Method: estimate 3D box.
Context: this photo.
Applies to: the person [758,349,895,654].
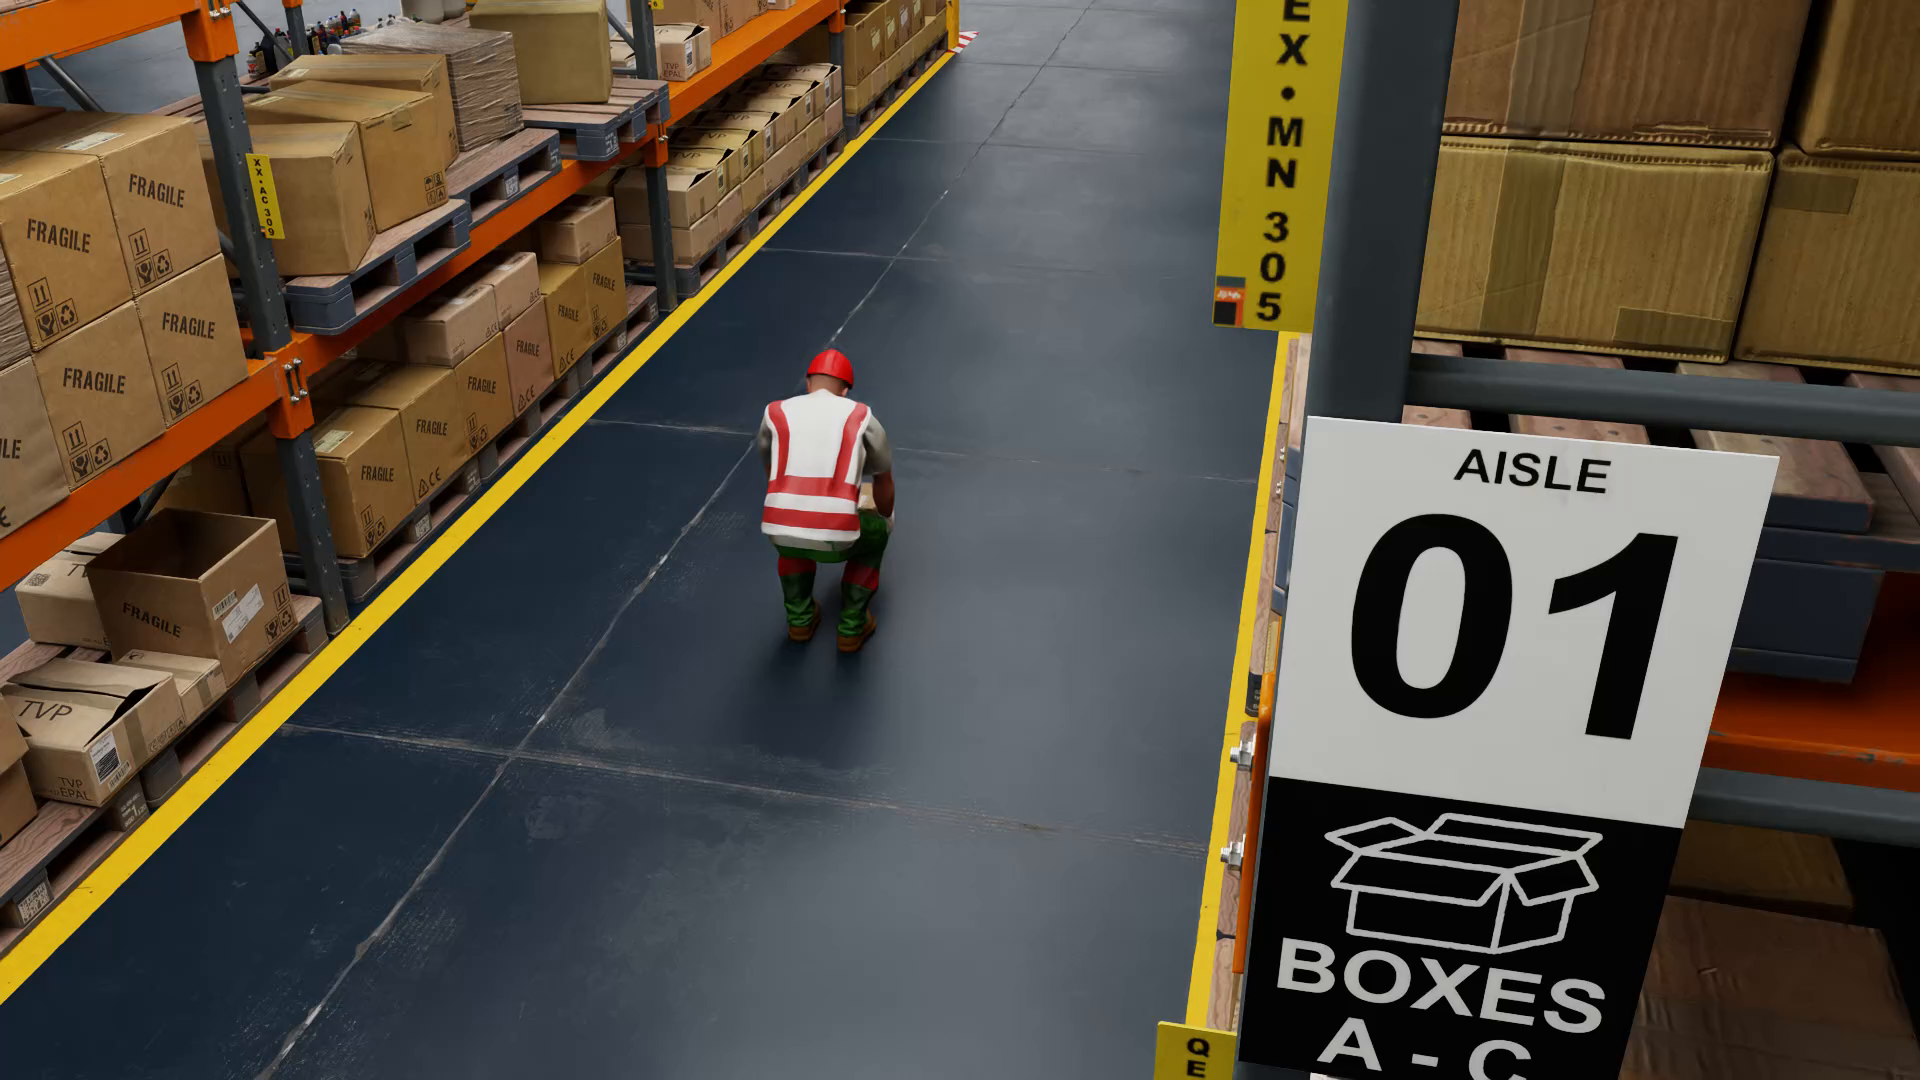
[{"bbox_3d":[-0.595,-0.146,7.028,0.582,1.161,0.850,6,29,11],"label":"person"}]
